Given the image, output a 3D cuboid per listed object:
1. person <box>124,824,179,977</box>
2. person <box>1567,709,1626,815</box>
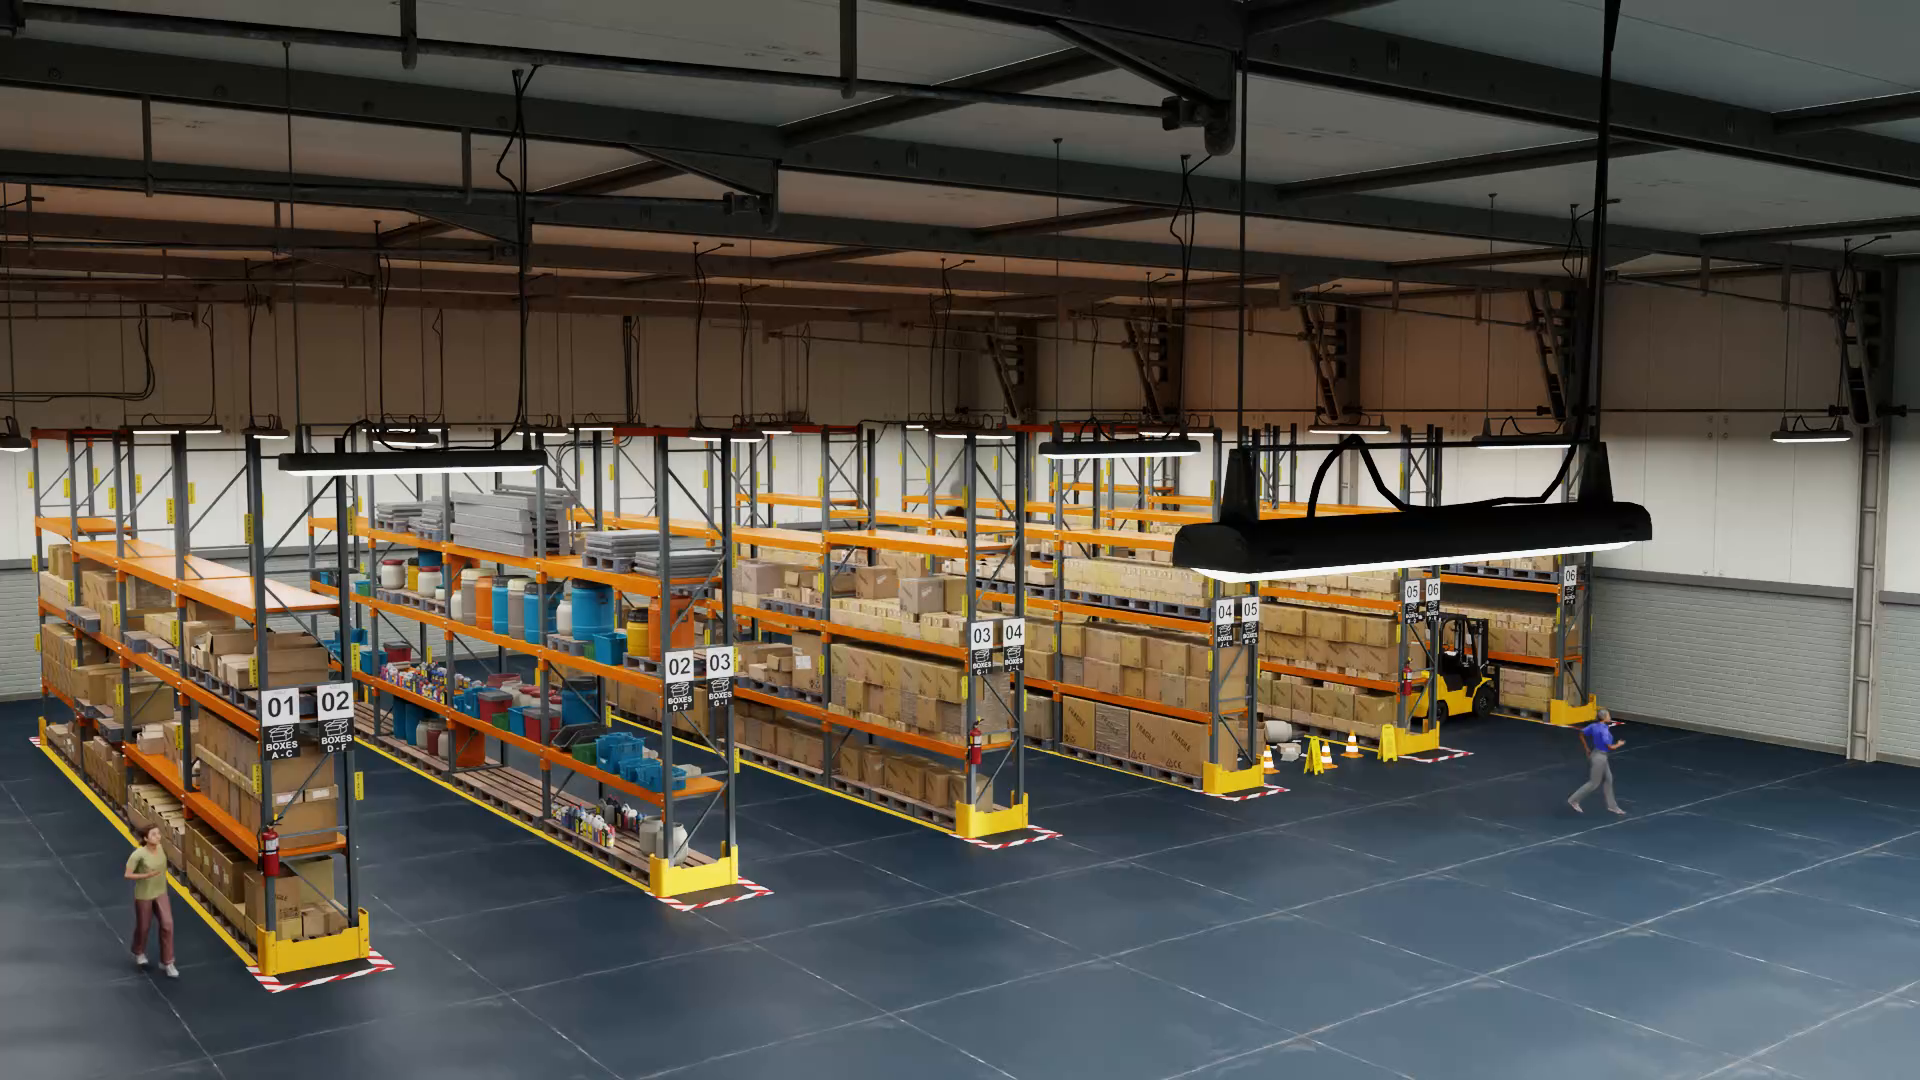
[{"bbox_3d":[-9.126,4.032,18.671,0.825,1.721,0.550,3,5,35],"label":"person"},{"bbox_3d":[9.914,3.449,25.862,0.929,1.662,0.566,0,4,4],"label":"person"}]
